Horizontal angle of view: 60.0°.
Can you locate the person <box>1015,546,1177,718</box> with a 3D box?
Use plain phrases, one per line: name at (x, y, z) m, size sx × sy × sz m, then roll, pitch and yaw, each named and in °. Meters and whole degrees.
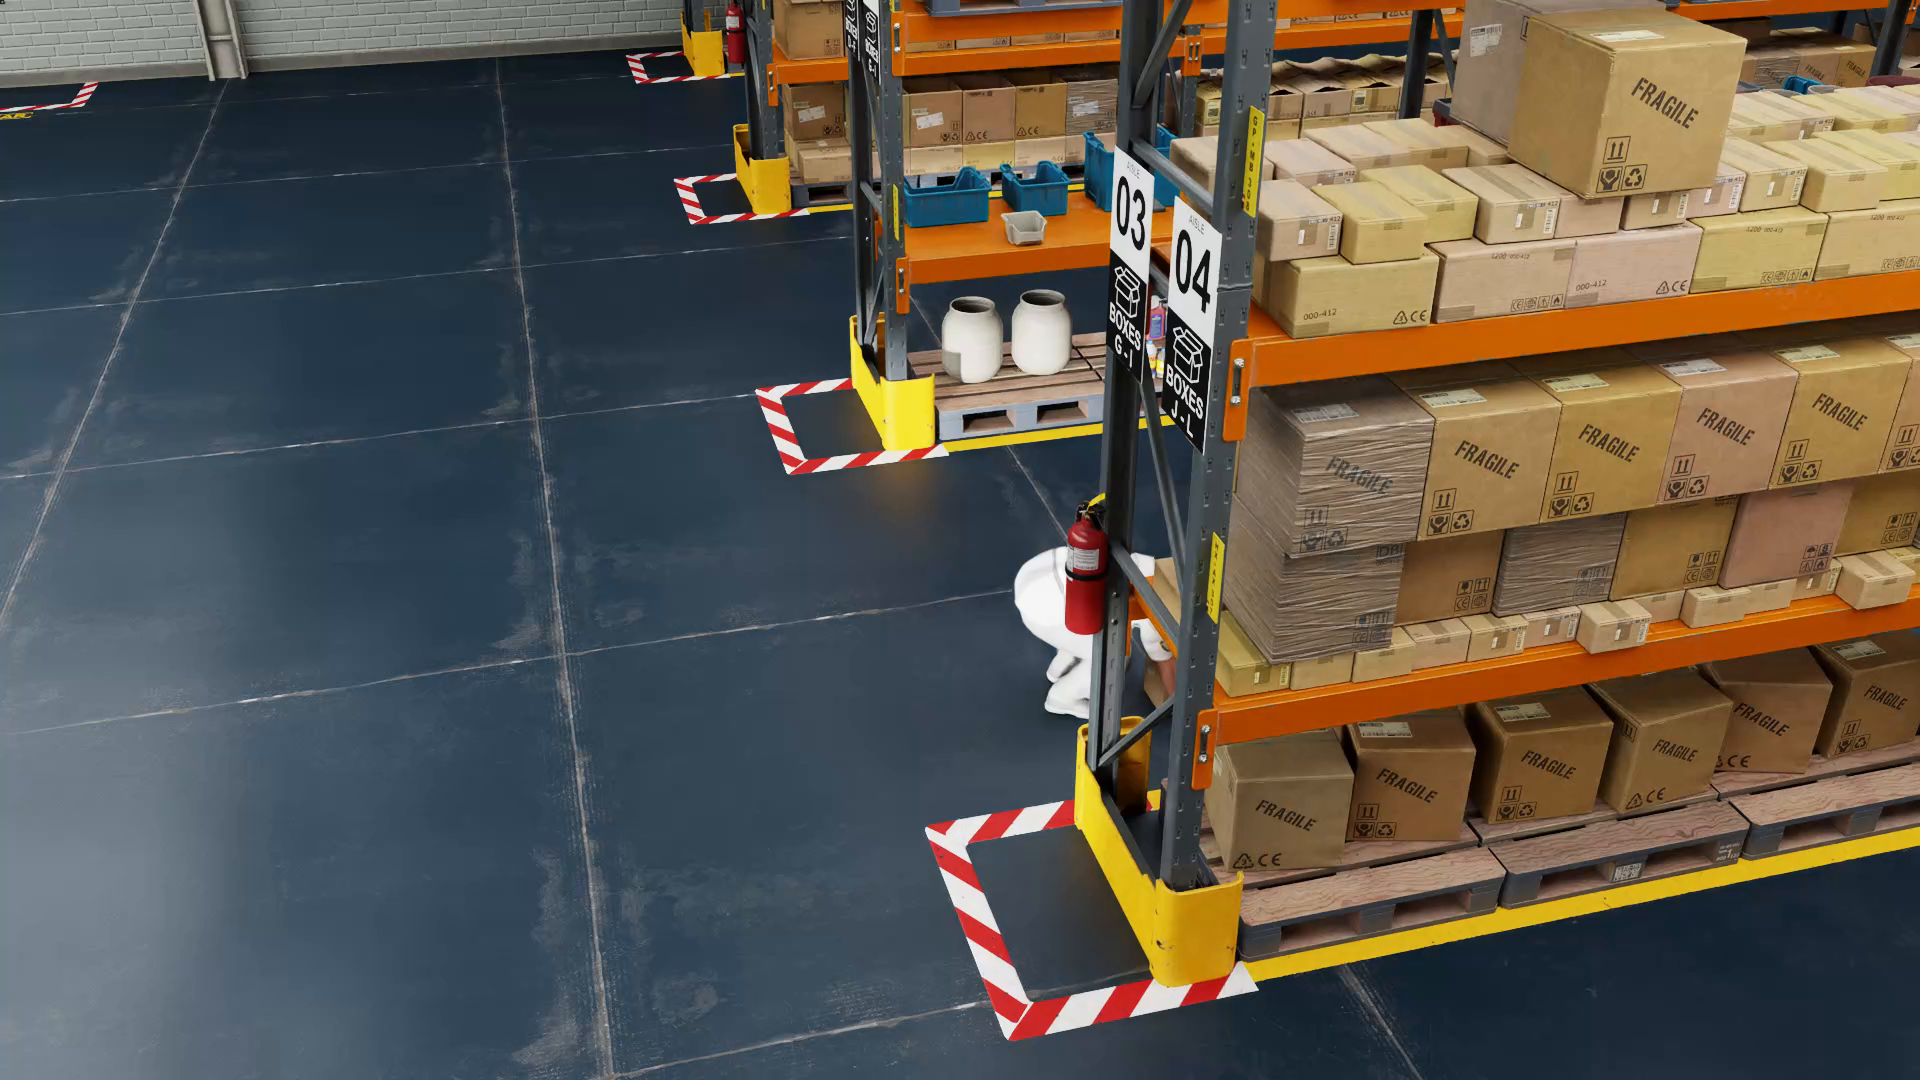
person at (0.787, 0.448, 8.388) m, size 1.031 × 0.862 × 0.537 m, roll 1°, pitch 30°, yaw 2°
